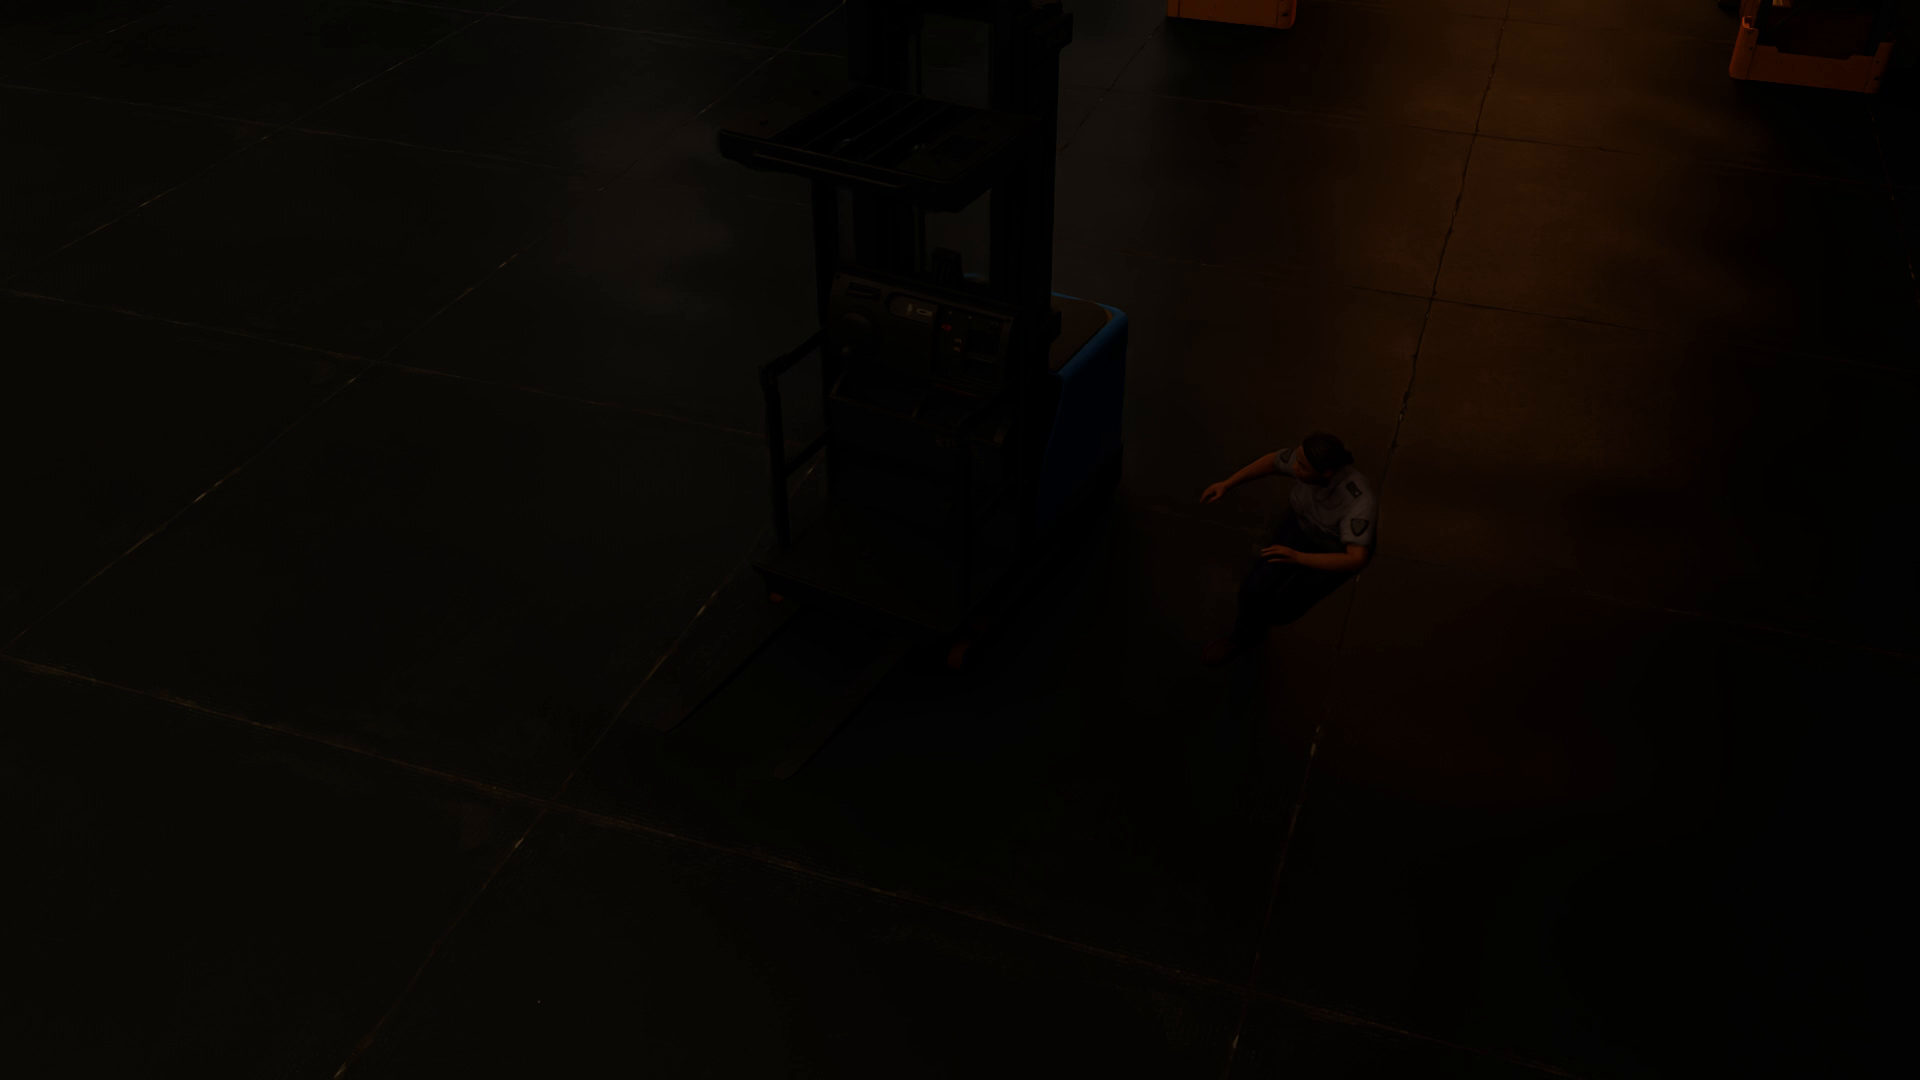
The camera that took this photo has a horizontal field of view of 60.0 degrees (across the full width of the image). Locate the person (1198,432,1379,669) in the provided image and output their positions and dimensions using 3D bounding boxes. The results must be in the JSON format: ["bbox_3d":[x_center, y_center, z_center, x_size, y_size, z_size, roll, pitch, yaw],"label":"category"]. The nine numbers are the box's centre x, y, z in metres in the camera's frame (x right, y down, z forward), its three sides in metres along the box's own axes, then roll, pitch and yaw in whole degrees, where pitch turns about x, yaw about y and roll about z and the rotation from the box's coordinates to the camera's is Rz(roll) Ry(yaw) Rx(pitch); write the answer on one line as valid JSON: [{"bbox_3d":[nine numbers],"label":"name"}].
[{"bbox_3d":[1.437,0.068,7.340,0.916,1.424,0.856,26,43,32],"label":"person"}]

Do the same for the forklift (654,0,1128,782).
[{"bbox_3d":[-0.286,-0.879,7.350,1.130,2.935,3.031,18,39,23],"label":"forklift"}]
